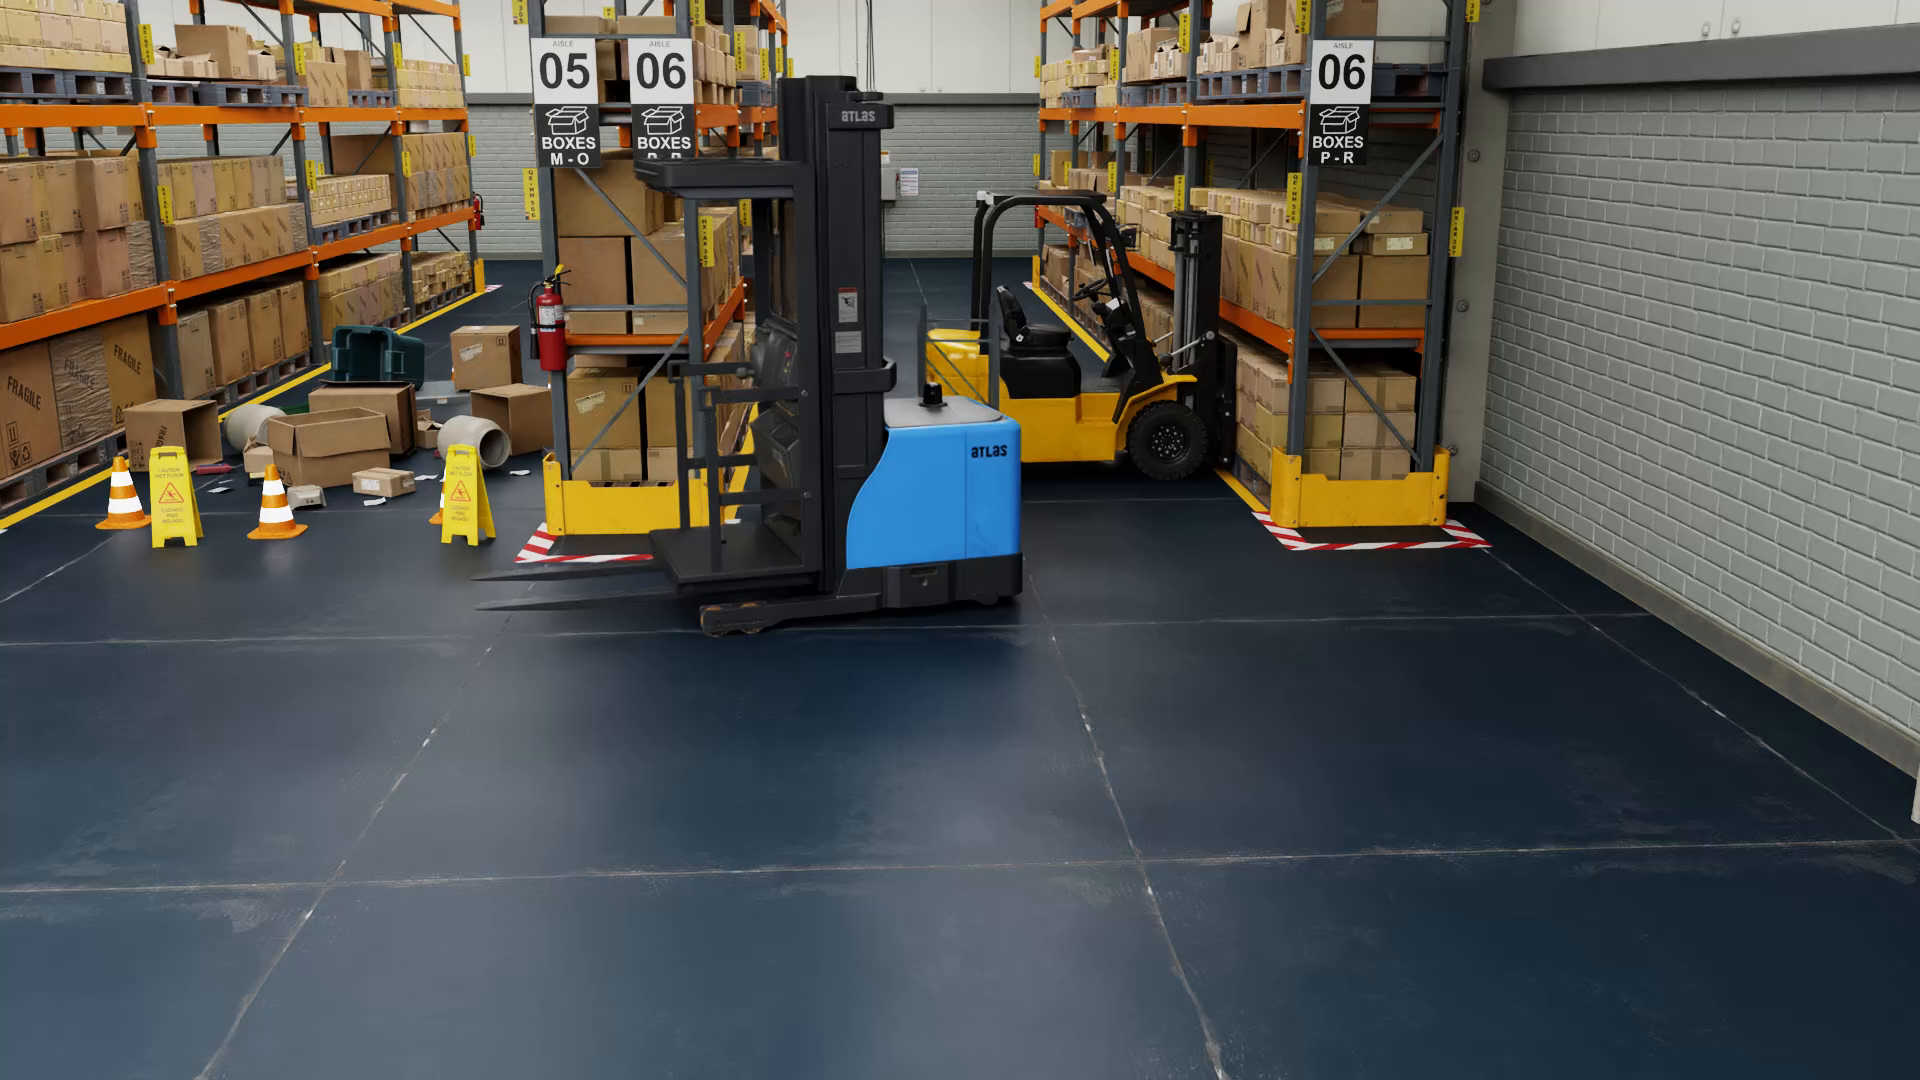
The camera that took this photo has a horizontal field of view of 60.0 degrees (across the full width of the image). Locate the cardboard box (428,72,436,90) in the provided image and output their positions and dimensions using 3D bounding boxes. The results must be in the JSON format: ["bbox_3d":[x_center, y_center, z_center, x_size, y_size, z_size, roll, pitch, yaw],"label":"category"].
[{"bbox_3d":[-7.759,-6.525,23.643,0.500,0.250,0.500,-2,15,-6],"label":"cardboard box"}]

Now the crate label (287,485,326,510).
[{"bbox_3d":[-4.709,-0.309,11.954,0.250,0.136,0.298,-9,17,-32],"label":"crate label"}]

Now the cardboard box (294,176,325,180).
[{"bbox_3d":[-8.274,-4.530,21.082,0.380,0.149,0.250,-1,14,-3],"label":"cardboard box"}]

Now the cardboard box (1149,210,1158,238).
[{"bbox_3d":[2.158,-3.131,16.473,0.500,0.250,0.500,-1,14,-2],"label":"cardboard box"}]

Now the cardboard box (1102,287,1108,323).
[{"bbox_3d":[1.999,-2.802,20.071,0.500,0.500,0.500,-1,14,-4],"label":"cardboard box"}]

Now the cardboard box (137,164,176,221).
[{"bbox_3d":[-7.417,-3.065,14.712,0.700,0.500,0.500,-1,14,-4],"label":"cardboard box"}]

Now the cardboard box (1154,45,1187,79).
[{"bbox_3d":[2.173,-4.617,16.065,0.500,0.311,0.500,-1,14,-5],"label":"cardboard box"}]

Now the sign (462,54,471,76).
[{"bbox_3d":[-7.568,-7.278,25.498,0.100,0.325,0.005,-1,14,-3],"label":"sign"}]

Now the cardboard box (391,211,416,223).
[{"bbox_3d":[-7.567,-4.352,22.427,0.380,0.149,0.250,0,14,-1],"label":"cardboard box"}]

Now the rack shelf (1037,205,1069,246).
[{"bbox_3d":[1.889,-4.727,24.821,1.077,0.370,4.000,-1,14,-3],"label":"rack shelf"}]

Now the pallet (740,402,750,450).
[{"bbox_3d":[-2.369,-0.994,14.464,1.003,0.211,1.213,-1,14,-3],"label":"pallet"}]

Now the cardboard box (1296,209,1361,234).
[{"bbox_3d":[2.524,-2.186,11.402,0.380,0.149,0.250,-1,14,-3],"label":"cardboard box"}]

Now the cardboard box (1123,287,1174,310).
[{"bbox_3d":[2.285,-2.481,18.572,0.875,0.625,0.625,0,14,-2],"label":"cardboard box"}]

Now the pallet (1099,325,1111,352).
[{"bbox_3d":[2.252,-2.419,20.003,1.003,0.211,1.213,-1,14,-3],"label":"pallet"}]

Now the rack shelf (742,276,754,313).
[{"bbox_3d":[-2.570,-2.660,16.787,1.077,0.370,4.000,-1,14,-3],"label":"rack shelf"}]

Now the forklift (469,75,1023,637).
[{"bbox_3d":[-1.216,-1.041,9.191,3.031,2.935,1.130,-5,15,-18],"label":"forklift"}]

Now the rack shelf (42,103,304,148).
[{"bbox_3d":[-7.504,-4.011,16.018,1.077,0.370,4.000,-1,14,-3],"label":"rack shelf"}]

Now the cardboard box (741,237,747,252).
[{"bbox_3d":[-2.165,-2.735,15.296,0.380,0.149,0.250,-1,14,-3],"label":"cardboard box"}]

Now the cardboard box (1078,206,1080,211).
[{"bbox_3d":[1.716,-4.365,21.397,0.396,0.266,0.258,0,14,-1],"label":"cardboard box"}]

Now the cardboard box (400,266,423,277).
[{"bbox_3d":[-7.713,-3.730,23.188,0.380,0.149,0.250,-1,14,-4],"label":"cardboard box"}]

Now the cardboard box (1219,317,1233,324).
[{"bbox_3d":[2.225,-1.819,14.745,0.500,0.250,0.500,-1,14,-4],"label":"cardboard box"}]

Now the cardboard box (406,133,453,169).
[{"bbox_3d":[-7.774,-5.705,24.375,0.500,0.500,0.500,0,14,-1],"label":"cardboard box"}]

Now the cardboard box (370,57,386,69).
[{"bbox_3d":[-7.652,-6.290,21.931,0.380,0.149,0.250,-1,14,-4],"label":"cardboard box"}]

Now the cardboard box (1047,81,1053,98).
[{"bbox_3d":[1.591,-6.728,24.842,0.500,0.250,0.500,-1,14,-5],"label":"cardboard box"}]

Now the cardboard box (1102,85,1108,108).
[{"bbox_3d":[1.954,-5.212,19.544,0.500,0.250,0.500,-1,14,-3],"label":"cardboard box"}]

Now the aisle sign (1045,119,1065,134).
[{"bbox_3d":[1.467,-6.844,26.389,0.394,0.787,0.004,-1,14,-3],"label":"aisle sign"}]

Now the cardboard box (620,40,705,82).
[{"bbox_3d":[-1.963,-3.169,11.008,0.500,0.250,0.500,-1,14,-4],"label":"cardboard box"}]

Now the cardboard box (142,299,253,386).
[{"bbox_3d":[-7.564,-1.916,16.125,1.050,0.750,0.750,-1,14,-3],"label":"cardboard box"}]

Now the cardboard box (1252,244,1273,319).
[{"bbox_3d":[2.441,-1.889,12.149,0.500,0.500,0.500,0,14,-2],"label":"cardboard box"}]

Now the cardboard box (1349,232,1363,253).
[{"bbox_3d":[2.915,-2.105,11.684,0.380,0.149,0.250,-1,14,-3],"label":"cardboard box"}]

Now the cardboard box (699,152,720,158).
[{"bbox_3d":[-2.987,-4.163,18.977,0.500,0.500,0.500,-1,14,-5],"label":"cardboard box"}]

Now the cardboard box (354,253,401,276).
[{"bbox_3d":[-7.577,-3.573,21.563,0.500,0.250,0.500,-1,14,-5],"label":"cardboard box"}]

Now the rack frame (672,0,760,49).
[{"bbox_3d":[-2.694,-6.411,17.883,1.000,3.000,0.127,-1,14,-3],"label":"rack frame"}]

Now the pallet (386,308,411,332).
[{"bbox_3d":[-7.826,-2.855,21.697,1.003,0.211,1.213,-1,14,-3],"label":"pallet"}]

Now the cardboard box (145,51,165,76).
[{"bbox_3d":[-7.168,-4.202,14.546,0.258,0.266,0.396,-1,14,-4],"label":"cardboard box"}]

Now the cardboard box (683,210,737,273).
[{"bbox_3d":[-2.131,-2.468,13.803,0.500,0.500,0.500,0,14,-2],"label":"cardboard box"}]

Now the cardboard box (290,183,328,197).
[{"bbox_3d":[-7.493,-4.019,19.096,0.380,0.149,0.250,-1,14,-4],"label":"cardboard box"}]

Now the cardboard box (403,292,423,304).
[{"bbox_3d":[-7.578,-3.317,22.776,0.380,0.149,0.250,-2,15,-6],"label":"cardboard box"}]

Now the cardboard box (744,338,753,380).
[{"bbox_3d":[-2.529,-1.750,16.241,0.950,0.372,0.625,0,14,0],"label":"cardboard box"}]

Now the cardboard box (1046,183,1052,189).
[{"bbox_3d":[1.590,-5.276,25.214,0.500,0.250,0.500,-1,14,-4],"label":"cardboard box"}]

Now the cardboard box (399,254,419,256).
[{"bbox_3d":[-8.405,-4.237,25.160,0.380,0.149,0.250,-1,14,-4],"label":"cardboard box"}]

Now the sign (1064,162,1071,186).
[{"bbox_3d":[1.471,-4.987,22.650,0.100,0.325,0.005,-1,14,-3],"label":"sign"}]

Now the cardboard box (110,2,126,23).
[{"bbox_3d":[-7.039,-4.292,13.528,0.380,0.149,0.250,-1,14,-4],"label":"cardboard box"}]

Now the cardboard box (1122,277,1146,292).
[{"bbox_3d":[1.977,-3.009,19.572,0.380,0.149,0.250,-2,15,-6],"label":"cardboard box"}]

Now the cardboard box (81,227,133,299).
[{"bbox_3d":[-7.288,-2.254,13.465,0.875,0.550,0.550,-1,14,-3],"label":"cardboard box"}]

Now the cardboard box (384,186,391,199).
[{"bbox_3d":[-7.654,-4.528,21.671,0.380,0.149,0.250,0,14,-2],"label":"cardboard box"}]

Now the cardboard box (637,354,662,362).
[{"bbox_3d":[-2.568,-1.201,12.846,0.500,0.500,0.500,-1,14,-5],"label":"cardboard box"}]

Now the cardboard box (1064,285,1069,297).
[{"bbox_3d":[1.685,-3.534,23.622,0.380,0.149,0.250,-1,14,-5],"label":"cardboard box"}]

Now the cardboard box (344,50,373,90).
[{"bbox_3d":[-7.962,-6.007,21.291,0.700,0.500,0.500,-1,14,-3],"label":"cardboard box"}]

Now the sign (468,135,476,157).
[{"bbox_3d":[-7.568,-6.111,25.799,0.100,0.325,0.005,-1,14,-3],"label":"sign"}]

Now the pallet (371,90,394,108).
[{"bbox_3d":[-7.944,-5.605,21.149,1.213,0.211,1.003,-1,14,-3],"label":"pallet"}]

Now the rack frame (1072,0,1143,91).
[{"bbox_3d":[2.013,-7.483,22.051,1.000,3.000,0.127,-1,14,-3],"label":"rack frame"}]

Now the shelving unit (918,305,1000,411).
[{"bbox_3d":[-0.011,-0.720,10.816,0.587,1.500,1.083,0,14,0],"label":"shelving unit"}]
